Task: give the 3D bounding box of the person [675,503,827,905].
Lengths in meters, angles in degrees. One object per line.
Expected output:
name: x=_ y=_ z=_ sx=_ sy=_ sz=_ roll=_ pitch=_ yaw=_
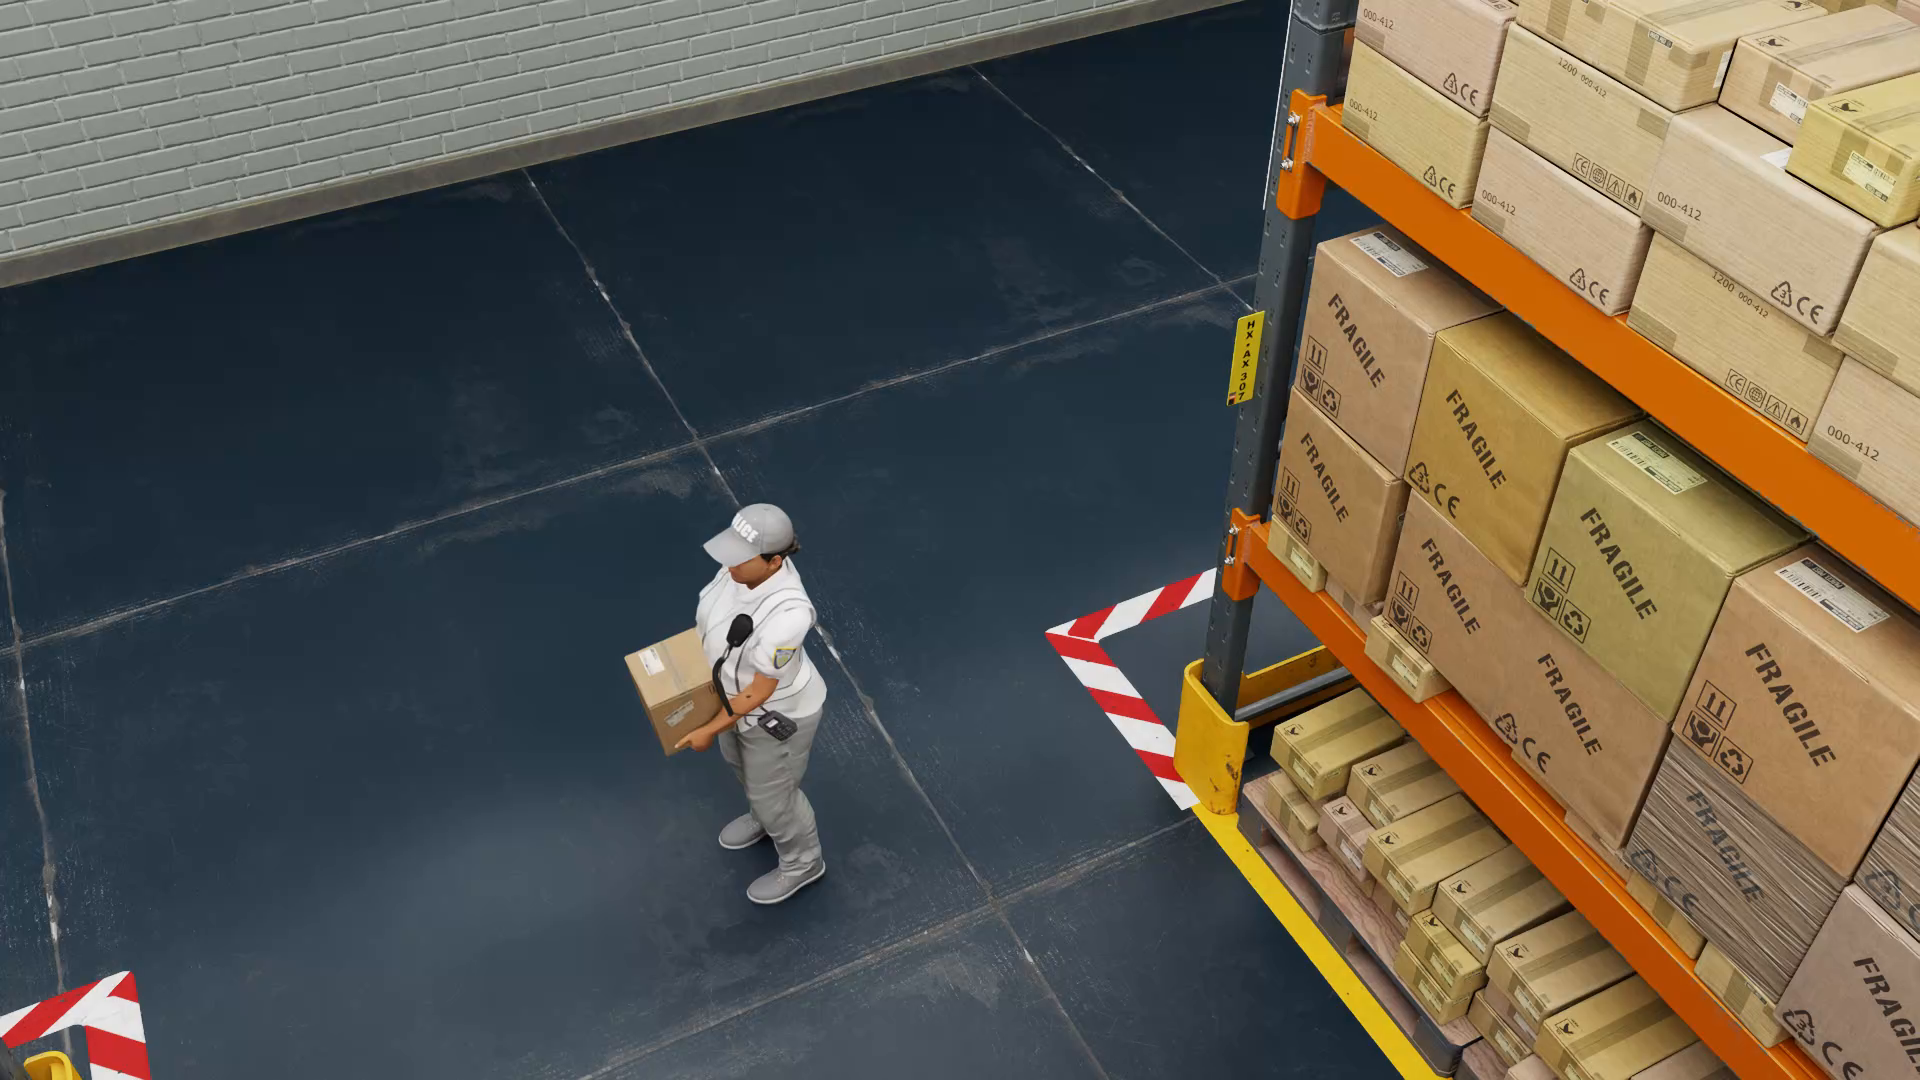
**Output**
person: x=-0.725 y=0.559 z=5.534 sx=0.541 sy=1.657 sz=0.455 roll=-18 pitch=45 yaw=-19
